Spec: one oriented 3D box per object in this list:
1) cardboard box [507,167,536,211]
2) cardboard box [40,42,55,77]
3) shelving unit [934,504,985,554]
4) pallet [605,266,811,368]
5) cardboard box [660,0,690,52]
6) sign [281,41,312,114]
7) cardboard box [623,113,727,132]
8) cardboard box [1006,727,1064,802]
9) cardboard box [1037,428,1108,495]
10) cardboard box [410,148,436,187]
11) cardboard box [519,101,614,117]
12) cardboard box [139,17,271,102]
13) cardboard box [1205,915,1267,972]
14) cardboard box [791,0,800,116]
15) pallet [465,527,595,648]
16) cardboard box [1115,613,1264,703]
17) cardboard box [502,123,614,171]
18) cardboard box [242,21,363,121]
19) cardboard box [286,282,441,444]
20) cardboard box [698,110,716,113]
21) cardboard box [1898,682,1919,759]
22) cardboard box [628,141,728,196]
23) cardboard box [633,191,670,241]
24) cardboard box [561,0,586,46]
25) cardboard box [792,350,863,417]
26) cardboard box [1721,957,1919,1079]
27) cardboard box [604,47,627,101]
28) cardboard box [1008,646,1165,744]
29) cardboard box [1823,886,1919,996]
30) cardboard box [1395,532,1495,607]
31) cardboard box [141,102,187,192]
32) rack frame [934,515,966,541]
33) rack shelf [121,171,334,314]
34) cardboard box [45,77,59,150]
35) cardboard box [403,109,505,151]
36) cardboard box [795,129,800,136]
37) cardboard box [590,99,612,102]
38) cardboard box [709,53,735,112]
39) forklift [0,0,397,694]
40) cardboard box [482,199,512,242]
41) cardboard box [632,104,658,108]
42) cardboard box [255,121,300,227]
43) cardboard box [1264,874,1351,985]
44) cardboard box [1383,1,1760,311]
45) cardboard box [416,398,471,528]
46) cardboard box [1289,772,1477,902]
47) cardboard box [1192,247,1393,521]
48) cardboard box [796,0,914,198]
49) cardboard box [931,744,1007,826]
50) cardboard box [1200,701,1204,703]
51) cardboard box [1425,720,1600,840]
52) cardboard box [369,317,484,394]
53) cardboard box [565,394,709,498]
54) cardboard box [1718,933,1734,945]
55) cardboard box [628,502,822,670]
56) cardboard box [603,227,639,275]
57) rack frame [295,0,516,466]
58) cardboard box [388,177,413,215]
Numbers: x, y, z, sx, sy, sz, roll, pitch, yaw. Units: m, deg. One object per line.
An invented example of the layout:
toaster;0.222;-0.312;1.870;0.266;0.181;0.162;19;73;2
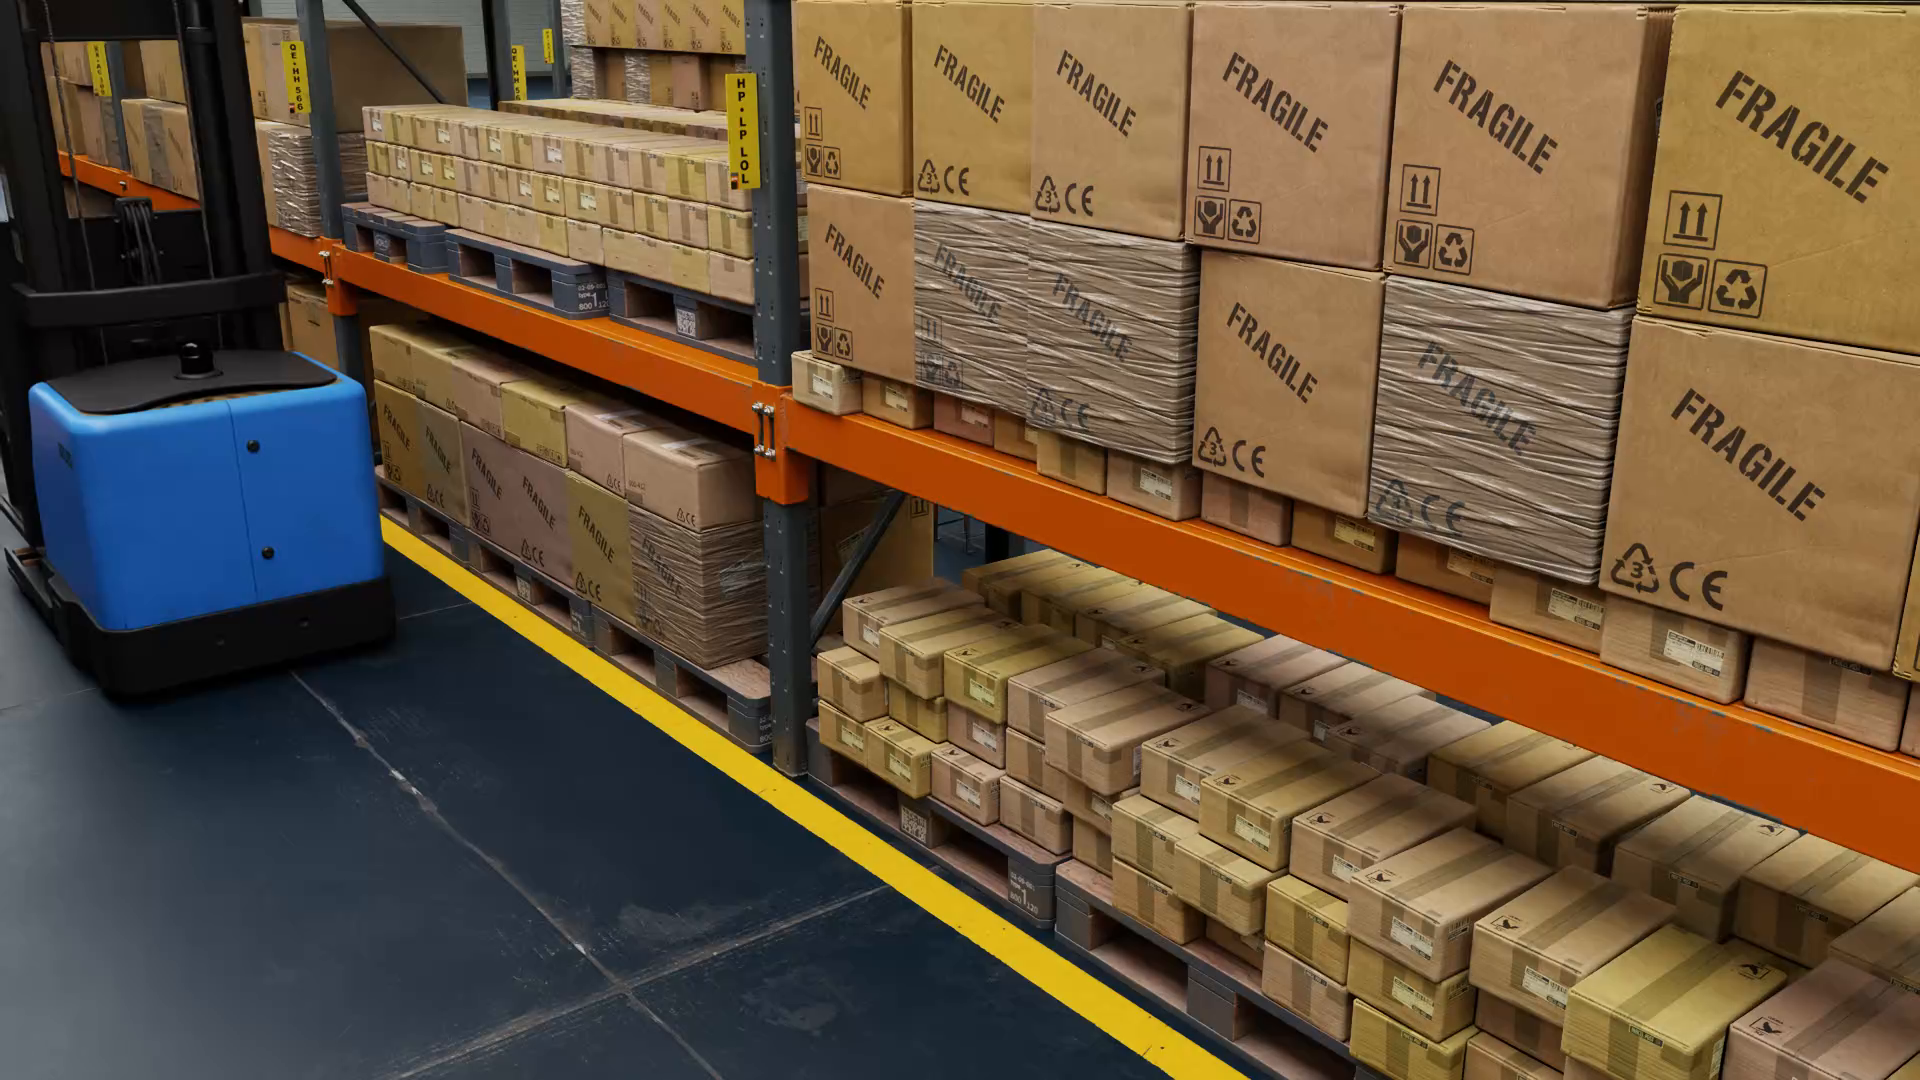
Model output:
cardboard box;-1.566;-1.410;6.607;0.380;0.149;0.250;-13;22;-34
cardboard box;-6.792;-3.904;12.923;0.875;0.550;0.550;-14;23;-36
shelving unit;0.033;-0.485;7.658;0.215;1.050;0.252;-14;23;-36
pallet;-0.557;-0.870;6.022;1.003;0.211;1.213;-14;23;-36
cardboard box;-2.329;-4.625;14.836;0.500;0.500;0.500;-14;23;-36
sign;-3.113;-2.170;7.802;0.100;0.325;0.005;-14;23;-36
cardboard box;-1.215;-1.742;7.136;0.380;0.149;0.250;-13;22;-34
cardboard box;0.350;0.586;4.716;0.380;0.149;0.250;-15;24;-39
cardboard box;0.418;-0.243;4.225;0.380;0.149;0.250;-13;23;-35
cardboard box;-2.199;-1.661;7.365;0.380;0.149;0.250;-15;23;-38
cardboard box;-1.862;-1.998;7.911;0.380;0.149;0.250;-14;23;-37
cardboard box;-4.851;-3.116;10.752;0.700;0.500;0.500;-14;23;-37
cardboard box;0.838;0.924;4.167;0.380;0.149;0.250;-13;22;-35
cardboard box;-0.829;-3.919;13.305;1.000;1.000;1.000;-14;23;-36
pallet;-1.443;0.087;7.263;1.003;0.211;1.213;-14;23;-36
cardboard box;0.679;0.359;4.928;0.380;0.149;0.250;-13;22;-34
cardboard box;-1.576;-1.555;6.571;0.380;0.149;0.250;-14;23;-37
cardboard box;-3.586;-2.615;9.237;0.700;0.500;0.500;-14;23;-37
cardboard box;-2.987;-1.029;9.108;1.050;0.750;0.750;-14;23;-37
cardboard box;-2.127;-3.799;14.962;0.380;0.149;0.250;-14;23;-36
cardboard box;1.738;0.267;2.683;0.380;0.149;0.250;-14;23;-36
cardboard box;-0.925;-1.297;5.794;0.380;0.149;0.250;-15;23;-38
cardboard box;-0.914;-1.151;5.825;0.380;0.149;0.250;-13;22;-34
cardboard box;-3.568;-5.119;16.326;0.500;0.500;0.500;-14;23;-36
cardboard box;-0.277;-0.491;4.973;0.380;0.149;0.250;-13;22;-34
cardboard box;1.649;0.959;3.115;0.380;0.149;0.250;-13;23;-35
cardboard box;-2.972;-4.592;16.326;0.875;0.500;0.500;-14;23;-36
cardboard box;0.355;0.445;4.668;0.380;0.149;0.250;-15;23;-38
cardboard box;1.963;0.873;3.374;0.380;0.149;0.250;-13;23;-35
cardboard box;1.133;0.001;3.487;0.380;0.149;0.250;-15;24;-38
cardboard box;-4.734;-2.456;10.350;0.500;0.500;0.500;-14;23;-36
rack frame;-0.043;-0.515;7.748;0.200;1.050;0.008;-14;23;-36
rack shelf;-3.922;-1.881;9.915;1.077;0.370;4.000;-14;23;-36
cardboard box;-6.773;-3.396;13.107;0.875;0.550;0.550;-14;23;-36
cardboard box;-2.227;-1.813;7.352;0.380;0.149;0.250;-14;23;-36
cardboard box;-0.568;-1.486;6.365;0.380;0.149;0.250;-14;23;-37
cardboard box;-3.422;-4.278;16.410;0.380;0.149;0.250;-14;23;-36
cardboard box;-1.726;-4.100;14.841;0.875;0.500;0.500;-14;23;-36
forklift;-3.524;-1.233;6.924;1.130;2.935;3.031;-14;23;-36
cardboard box;-1.736;-1.334;6.850;0.380;0.149;0.250;-14;23;-35
cardboard box;-2.851;-4.019;15.629;0.380;0.149;0.250;-14;23;-36
cardboard box;-3.479;-1.959;8.847;0.500;0.500;0.500;-14;23;-36
cardboard box;0.936;0.861;3.886;0.380;0.149;0.250;-13;22;-33
cardboard box;1.164;-0.737;3.094;0.500;0.500;0.500;-13;22;-33
cardboard box;-2.126;-0.395;7.592;0.500;0.500;0.500;-14;23;-35
cardboard box;0.990;0.702;3.891;0.380;0.149;0.250;-15;23;-38
cardboard box;0.867;-0.383;3.616;0.500;0.500;0.500;-13;22;-33
cardboard box;-0.107;-1.249;4.638;0.500;0.500;0.500;-13;23;-35
cardboard box;0.138;0.679;4.907;0.380;0.149;0.250;-14;23;-36
cardboard box;0.685;0.492;4.998;0.380;0.149;0.250;-14;23;-36
cardboard box;1.396;0.597;4.207;0.380;0.149;0.250;-14;23;-35
cardboard box;-2.442;-0.881;7.867;0.500;0.250;0.500;-15;24;-39
cardboard box;-1.166;-0.376;6.342;0.500;0.250;0.500;-13;22;-34
cardboard box;1.742;0.869;3.859;0.380;0.149;0.250;-13;22;-34
cardboard box;-0.853;0.110;6.066;0.500;0.500;0.500;-15;23;-37
cardboard box;-1.068;-1.071;6.056;0.380;0.149;0.250;-15;24;-39
rack frame;-2.680;-1.730;8.314;1.000;3.000;0.127;-14;23;-36
cardboard box;-2.394;-1.594;7.636;0.380;0.149;0.250;-13;22;-33
